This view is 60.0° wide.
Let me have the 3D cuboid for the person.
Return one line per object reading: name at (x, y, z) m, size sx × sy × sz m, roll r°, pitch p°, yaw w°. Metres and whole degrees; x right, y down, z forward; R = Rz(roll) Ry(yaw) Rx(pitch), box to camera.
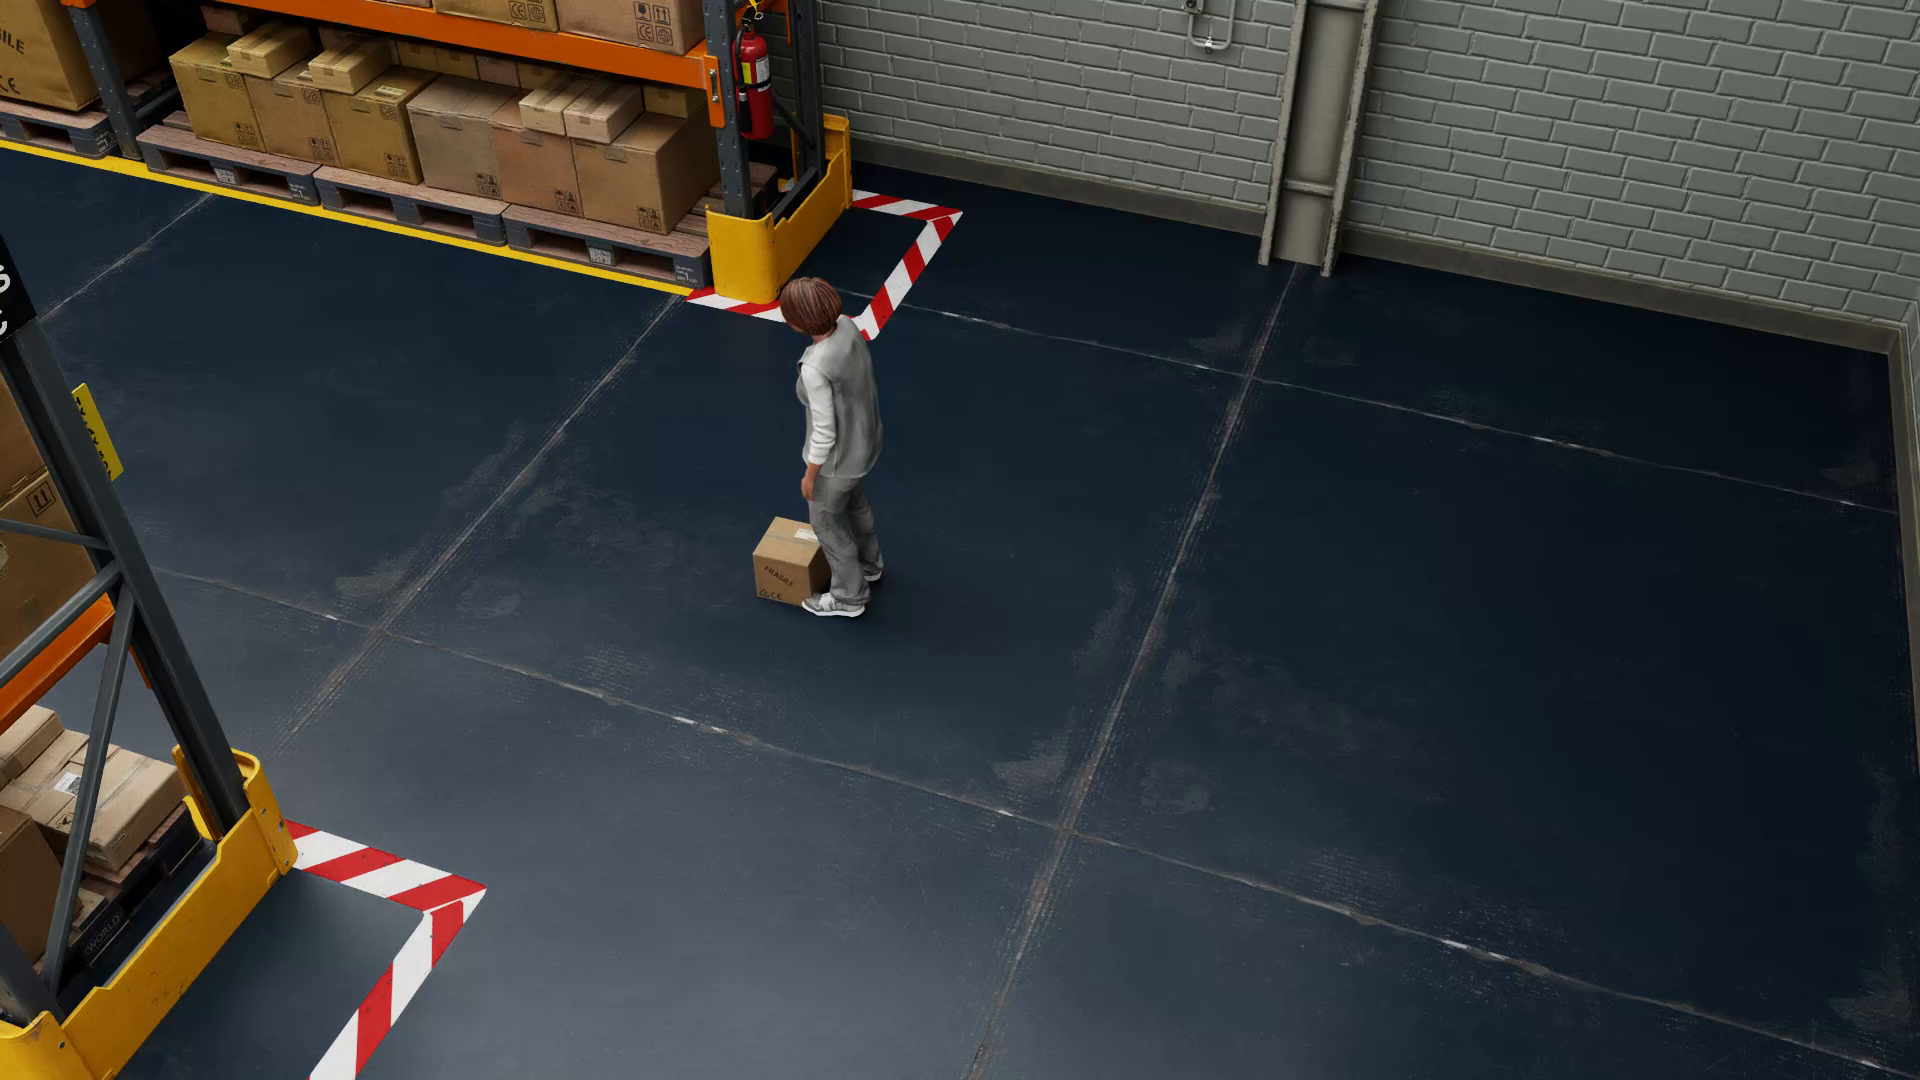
person at (-0.484, -0.351, 6.556) m, size 0.341 × 1.594 × 0.482 m, roll 12°, pitch 43°, yaw 13°
